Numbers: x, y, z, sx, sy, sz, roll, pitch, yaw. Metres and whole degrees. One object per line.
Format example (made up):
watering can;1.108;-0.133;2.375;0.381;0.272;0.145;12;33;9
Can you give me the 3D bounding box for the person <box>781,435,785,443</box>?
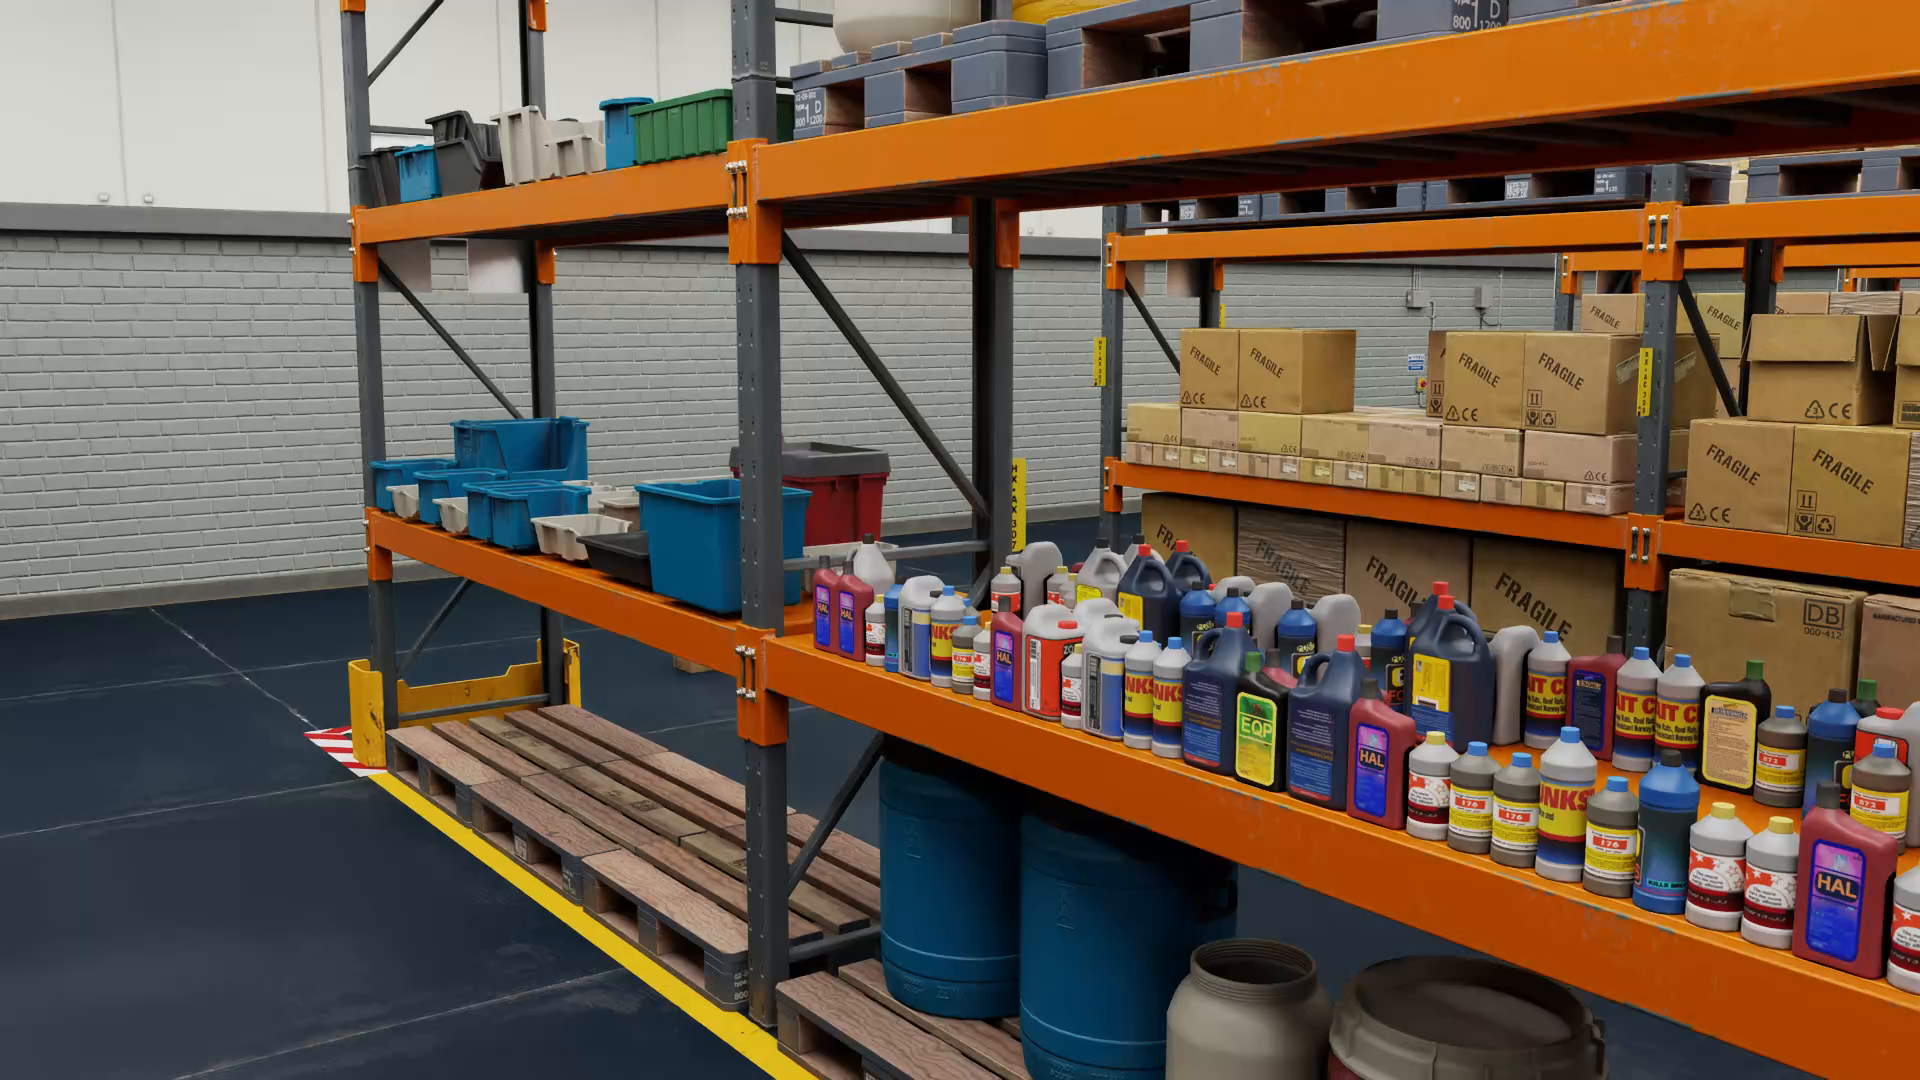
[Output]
person;-1.337;-0.009;11.025;0.413;1.707;0.455;-6;10;-36
